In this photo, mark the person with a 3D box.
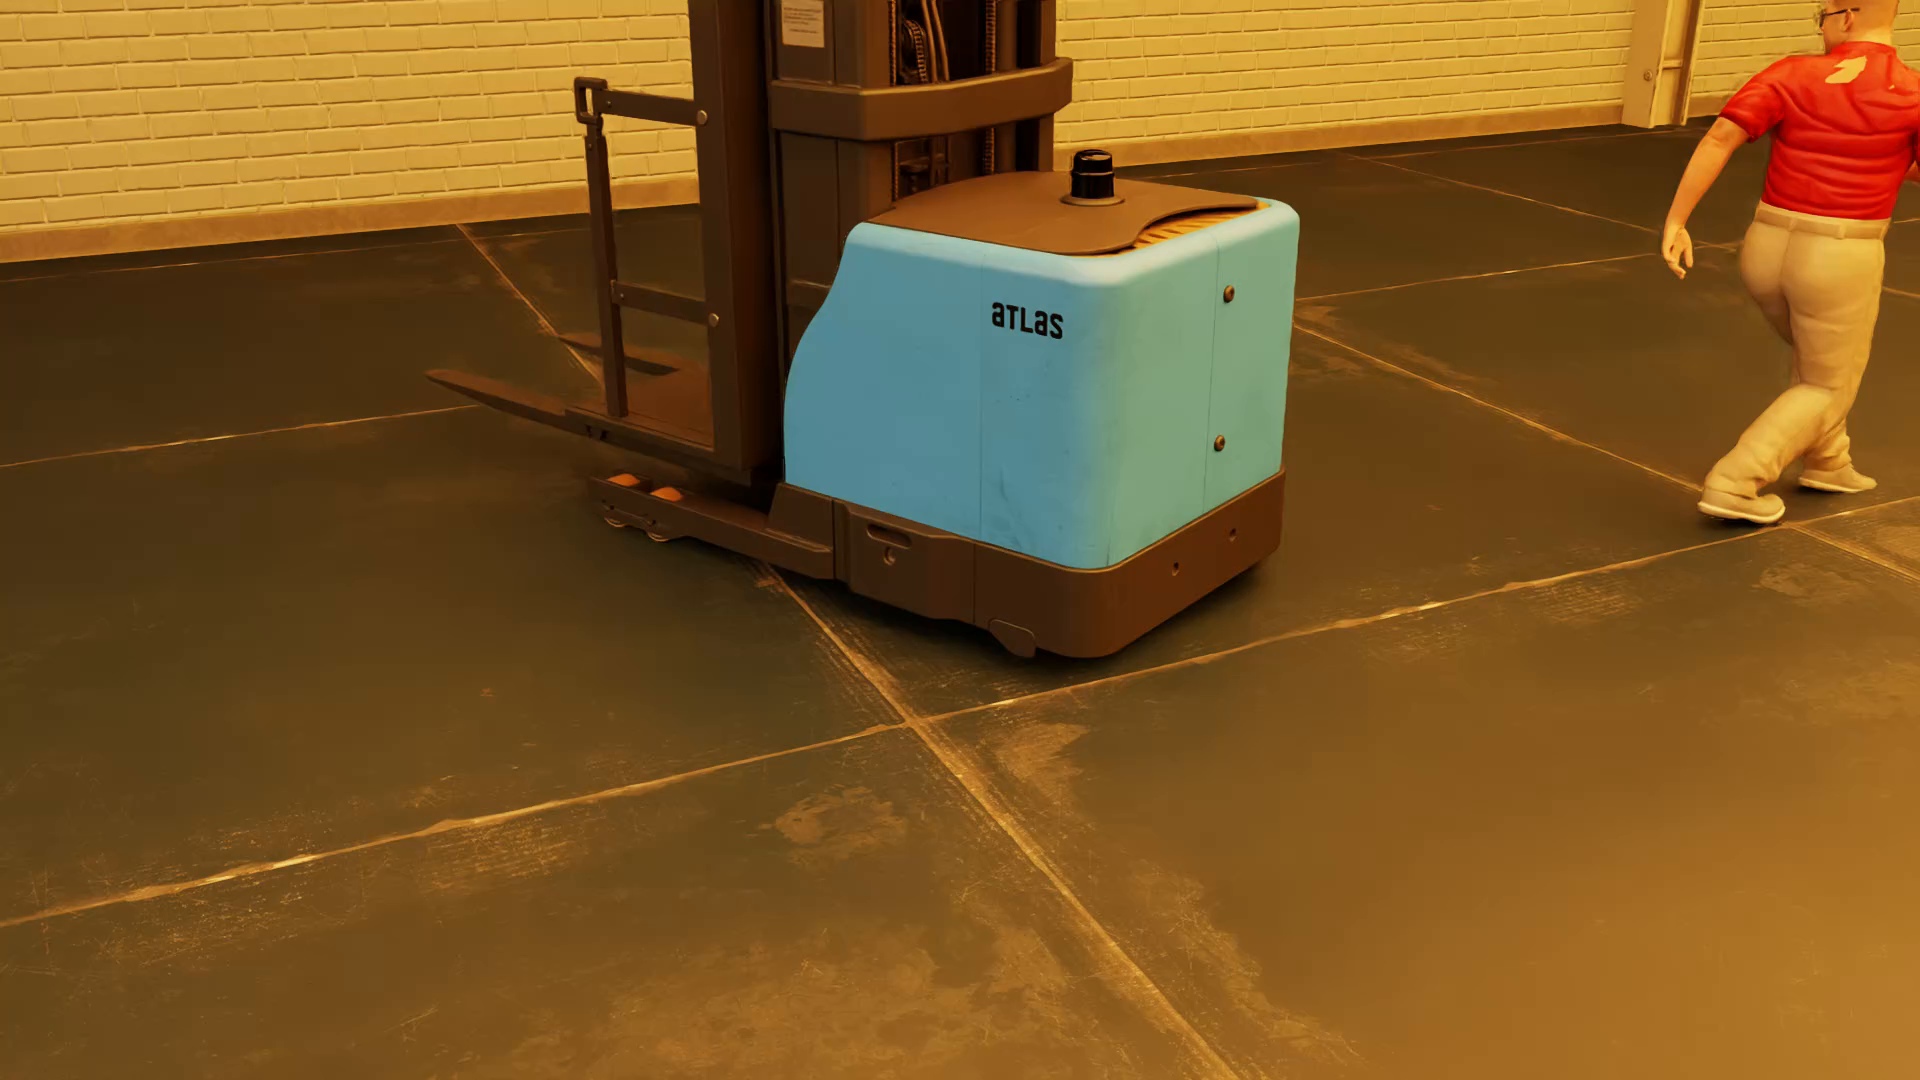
[{"bbox_3d":[2.636,-0.853,5.071,0.969,1.678,0.556,-13,26,-29],"label":"person"}]

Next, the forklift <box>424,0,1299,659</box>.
[{"bbox_3d":[-0.531,-1.488,4.868,3.031,2.935,1.130,17,28,35],"label":"forklift"}]
